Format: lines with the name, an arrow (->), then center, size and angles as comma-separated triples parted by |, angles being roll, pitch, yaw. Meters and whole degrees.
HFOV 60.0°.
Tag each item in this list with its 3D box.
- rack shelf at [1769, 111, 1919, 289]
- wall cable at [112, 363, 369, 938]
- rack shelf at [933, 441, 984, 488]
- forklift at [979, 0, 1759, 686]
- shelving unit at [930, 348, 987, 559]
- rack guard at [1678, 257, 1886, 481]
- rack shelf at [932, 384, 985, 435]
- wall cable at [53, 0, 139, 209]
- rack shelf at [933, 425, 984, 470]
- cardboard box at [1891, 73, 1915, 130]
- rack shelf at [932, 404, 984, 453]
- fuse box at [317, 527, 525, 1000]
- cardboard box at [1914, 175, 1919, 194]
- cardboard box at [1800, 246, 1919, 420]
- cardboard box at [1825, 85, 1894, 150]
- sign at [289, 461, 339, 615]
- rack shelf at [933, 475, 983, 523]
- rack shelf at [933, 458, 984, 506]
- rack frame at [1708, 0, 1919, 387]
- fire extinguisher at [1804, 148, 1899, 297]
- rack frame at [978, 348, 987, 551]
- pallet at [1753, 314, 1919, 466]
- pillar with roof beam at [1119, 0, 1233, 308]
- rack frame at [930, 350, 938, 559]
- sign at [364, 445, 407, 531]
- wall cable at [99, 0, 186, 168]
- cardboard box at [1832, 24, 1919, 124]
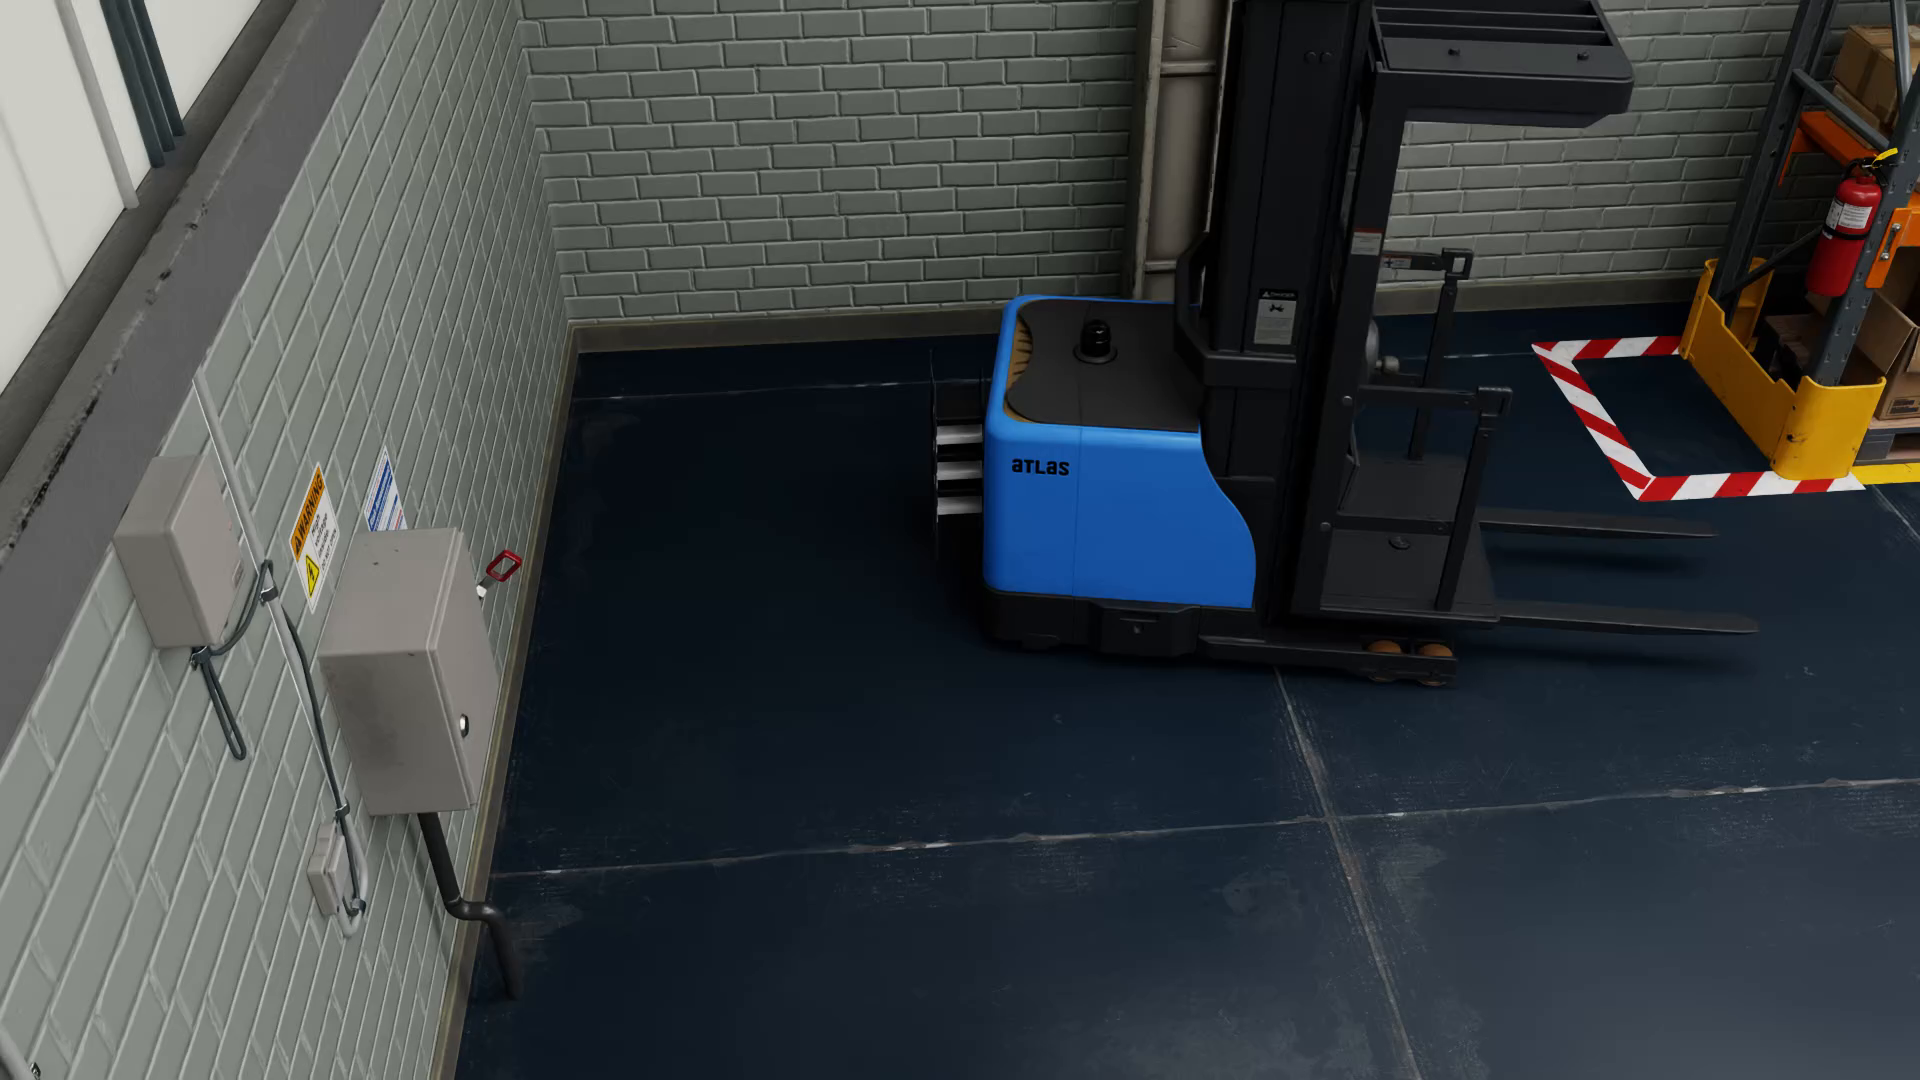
rack shelf -> 5.788, -1.638, 7.486 | 4.000, 0.370, 1.077 | -3, 38, -4
wall cable -> -1.512, 0.302, 3.626 | 0.122, 1.984, 0.588 | -3, 38, -4
rack shelf -> -0.008, -0.327, 6.991 | 0.200, 0.077, 0.258 | -3, 38, -4
forklift -> 1.628, -0.928, 6.059 | 3.031, 2.935, 1.130 | 4, 38, 5
shelving unit -> -0.008, -0.353, 6.971 | 0.210, 0.900, 0.258 | -3, 38, -4
rack guard -> 3.872, -0.834, 7.903 | 0.348, 0.500, 1.175 | -3, 38, -4
rack shelf -> -0.008, -0.539, 6.824 | 0.200, 0.077, 0.258 | -3, 38, -4
wall cable -> -1.465, -1.082, 1.357 | 0.029, 3.000, 2.355 | -3, 38, -4
rack shelf -> -0.008, -0.397, 6.936 | 0.200, 0.077, 0.258 | -3, 38, -4
cardboard box -> 4.272, -1.728, 6.899 | 0.500, 0.250, 0.500 | -3, 38, -4
rack shelf -> -0.008, -0.468, 6.880 | 0.200, 0.077, 0.258 | -3, 38, -4
fuse box -> -1.416, 0.777, 4.884 | 0.414, 1.711, 0.539 | -3, 38, -4
cardboard box -> 4.148, -1.561, 7.010 | 0.250, 0.149, 0.380 | -3, 38, -4
cardboard box -> 4.414, -0.971, 7.735 | 0.637, 0.503, 0.797 | -5, 39, -6
cardboard box -> 4.103, -1.896, 7.435 | 0.250, 0.149, 0.380 | -4, 38, -4
sign -> -1.617, -0.008, 4.172 | 0.001, 0.242, 0.339 | -3, 38, -4
rack shelf -> -0.008, -0.185, 7.103 | 0.200, 0.077, 0.258 | -3, 38, -4
rack shelf -> -0.008, -0.256, 7.047 | 0.200, 0.077, 0.258 | -3, 38, -4
rack frame -> 3.796, -1.811, 7.124 | 0.127, 3.000, 1.000 | -3, 38, -4
fire extinguisher -> 3.691, -1.341, 6.892 | 0.183, 0.674, 0.296 | -3, 38, -4
rack frame -> 0.093, -0.358, 6.978 | 0.006, 0.900, 0.240 | -3, 38, -4
pallet -> 4.666, -0.765, 8.049 | 1.213, 0.211, 1.003 | -3, 38, -4
pillar with roof beam -> 1.412, -1.918, 2.416 | 0.400, 9.000, 9.100 | -3, 38, -4
rack frame -> -0.109, -0.347, 6.964 | 0.006, 0.900, 0.240 | -3, 38, -4
sign -> -1.666, 0.015, 4.886 | 0.001, 0.494, 0.329 | -3, 38, -4
wall cable -> -1.674, -2.818, 3.526 | 0.133, 3.039, 2.988 | -3, 38, -4
cardboard box -> 4.231, -2.058, 7.318 | 0.500, 0.250, 0.500 | -2, 38, -3
